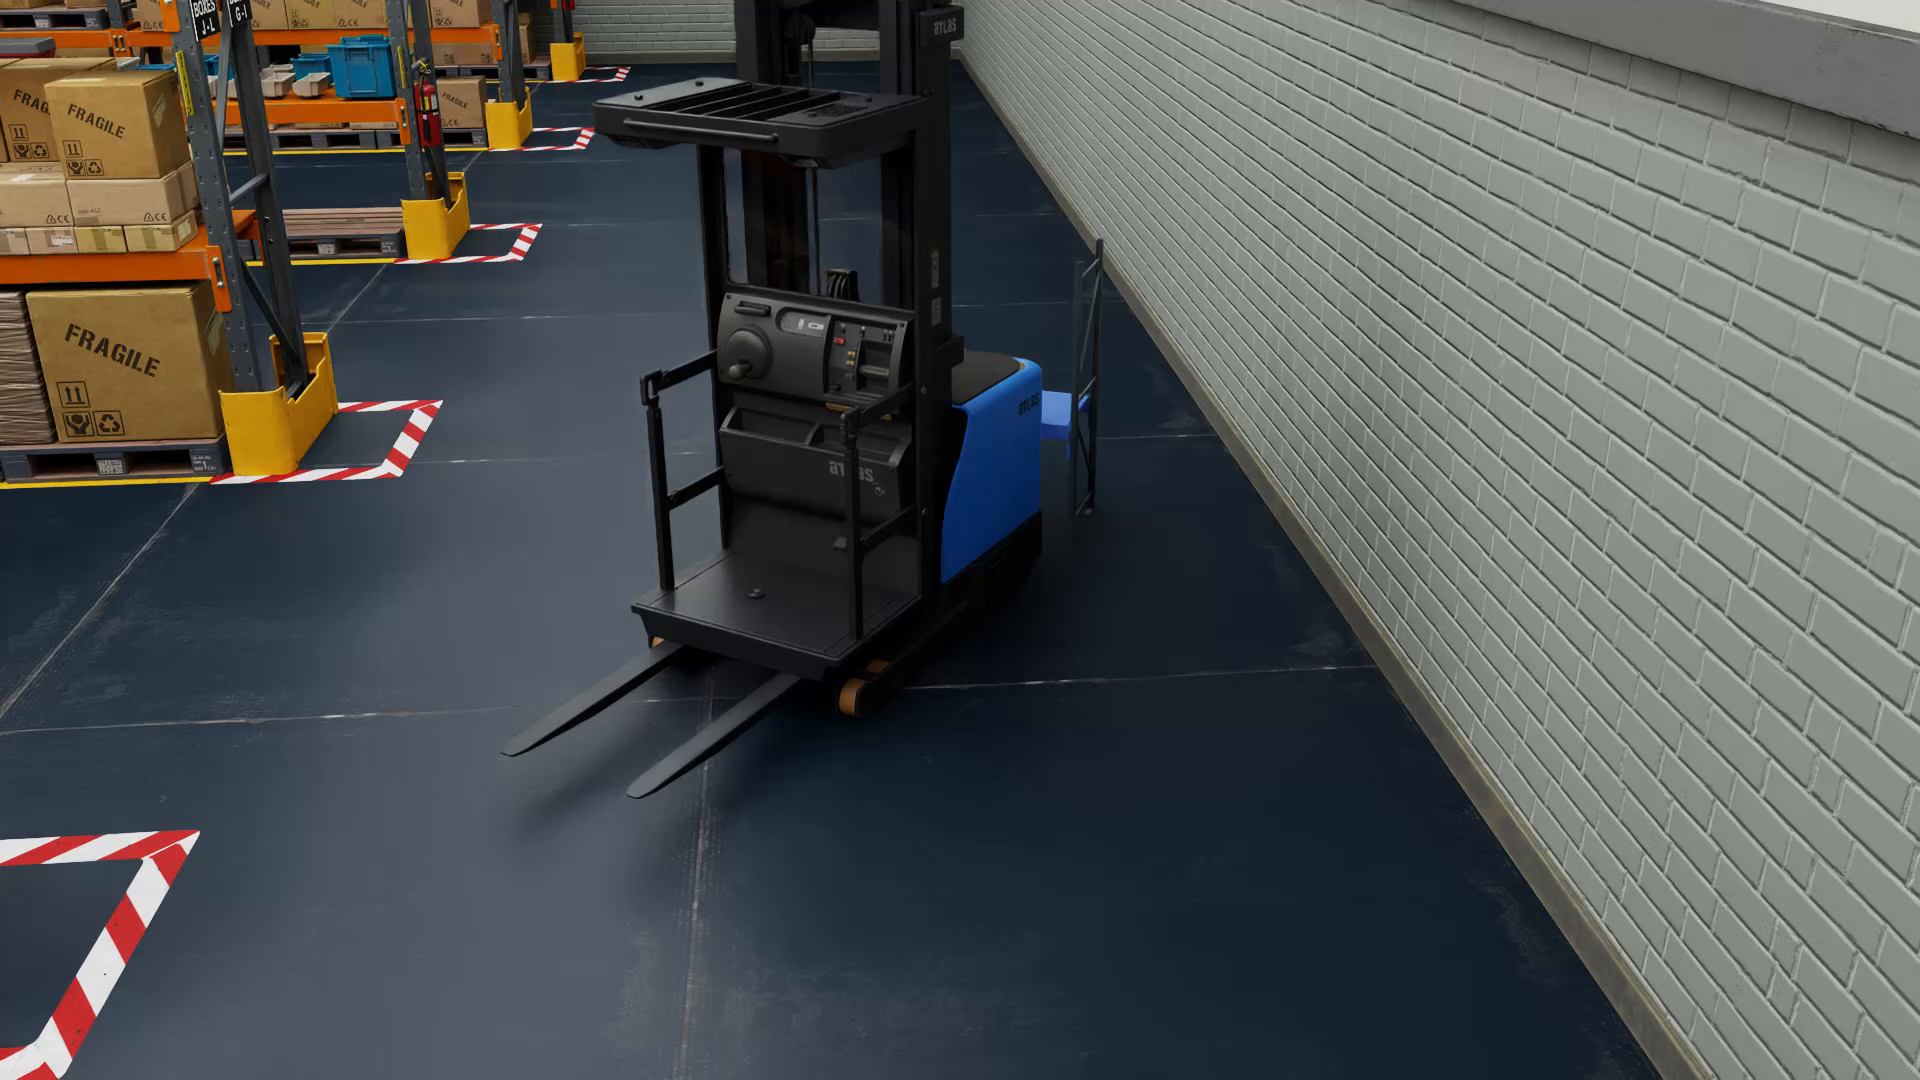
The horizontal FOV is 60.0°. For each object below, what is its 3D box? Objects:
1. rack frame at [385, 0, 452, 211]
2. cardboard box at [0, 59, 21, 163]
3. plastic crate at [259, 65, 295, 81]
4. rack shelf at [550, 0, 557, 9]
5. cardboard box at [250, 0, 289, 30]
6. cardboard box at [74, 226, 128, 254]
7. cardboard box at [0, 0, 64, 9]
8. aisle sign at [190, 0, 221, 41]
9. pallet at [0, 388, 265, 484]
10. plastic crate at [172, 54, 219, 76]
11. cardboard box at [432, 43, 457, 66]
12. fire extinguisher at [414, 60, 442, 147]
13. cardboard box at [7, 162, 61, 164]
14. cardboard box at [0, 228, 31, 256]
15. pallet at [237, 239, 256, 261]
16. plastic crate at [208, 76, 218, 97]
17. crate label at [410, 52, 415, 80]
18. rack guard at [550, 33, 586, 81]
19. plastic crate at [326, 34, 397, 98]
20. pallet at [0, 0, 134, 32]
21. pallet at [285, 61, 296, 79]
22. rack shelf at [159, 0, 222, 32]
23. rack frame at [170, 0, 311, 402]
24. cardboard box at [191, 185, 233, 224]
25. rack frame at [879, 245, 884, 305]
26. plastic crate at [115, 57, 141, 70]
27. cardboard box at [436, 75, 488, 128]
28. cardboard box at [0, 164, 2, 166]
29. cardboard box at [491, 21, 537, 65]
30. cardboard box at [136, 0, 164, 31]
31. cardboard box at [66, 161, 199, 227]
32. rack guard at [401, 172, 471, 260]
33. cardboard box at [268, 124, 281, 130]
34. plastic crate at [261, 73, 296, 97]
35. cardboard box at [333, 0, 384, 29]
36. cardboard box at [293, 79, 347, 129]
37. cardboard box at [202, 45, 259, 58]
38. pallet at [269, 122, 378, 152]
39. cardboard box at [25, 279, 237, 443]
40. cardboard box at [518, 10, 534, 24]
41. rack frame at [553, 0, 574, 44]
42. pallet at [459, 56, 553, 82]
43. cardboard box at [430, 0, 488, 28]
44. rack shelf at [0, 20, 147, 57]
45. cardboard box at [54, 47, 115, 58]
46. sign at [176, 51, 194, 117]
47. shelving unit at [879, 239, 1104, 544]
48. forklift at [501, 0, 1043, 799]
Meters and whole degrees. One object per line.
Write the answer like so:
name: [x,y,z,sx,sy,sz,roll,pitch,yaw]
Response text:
rack frame: [-4.592,-3.979,14.008,0.127,3.000,1.000,-2,24,-5]
cardboard box: [-5.622,-2.434,9.428,0.500,0.500,0.500,-3,24,-7]
plastic crate: [-5.873,-4.002,14.313,0.298,0.136,0.250,-2,24,-5]
rack shelf: [-7.556,-7.575,22.984,4.000,0.370,1.077,-2,24,-5]
cardboard box: [-7.515,-5.818,18.023,0.500,0.500,0.500,-2,24,-5]
cardboard box: [-4.686,-1.704,9.199,0.250,0.149,0.380,-2,24,-5]
cardboard box: [-10.227,-6.077,18.090,0.500,0.500,0.700,1,24,3]
aisle sign: [-4.004,-3.046,8.710,0.004,0.787,0.394,-2,24,-5]
pallet: [-4.893,-0.639,9.928,1.213,0.211,1.003,-2,24,-5]
plastic crate: [-6.479,-3.988,14.162,0.300,0.233,0.416,-2,24,-5]
cardboard box: [-7.251,-6.924,23.196,0.500,0.500,0.700,-3,24,-7]
fire extinguisher: [-4.397,-3.595,13.700,0.183,0.674,0.296,-2,24,-5]
cardboard box: [-5.126,-2.111,9.624,0.500,0.250,0.500,-3,24,-6]
cardboard box: [-5.185,-1.684,9.156,0.250,0.149,0.380,-2,24,-4]
pallet: [-6.628,-2.640,14.429,1.213,0.211,1.003,-2,24,-5]
plastic crate: [-6.243,-3.734,13.708,0.250,0.136,0.298,-2,24,-5]
crate label: [-4.870,-4.053,14.308,0.303,0.233,0.416,-2,24,-5]
rack guard: [-5.542,-6.842,23.528,0.348,0.500,1.175,-2,24,-5]
plastic crate: [-4.907,-3.933,13.789,0.499,0.435,0.616,-2,24,-5]
pallet: [-9.862,-5.746,18.221,1.213,0.211,1.003,-2,24,-5]
pallet: [-8.782,-6.548,23.222,1.213,0.211,1.003,-2,24,-5]
rack shelf: [-6.096,-2.939,8.862,4.000,0.370,1.077,-2,24,-5]
rack frame: [-4.105,-1.977,9.504,0.127,3.000,1.000,-2,24,-5]
cardboard box: [-4.491,-1.981,9.824,0.250,0.149,0.380,-2,24,-5]
rack frame: [-0.320,-0.888,8.901,0.032,1.500,0.500,7,25,16]
plastic crate: [-7.035,-3.779,13.631,0.530,0.282,0.437,-2,24,-5]
cardboard box: [-5.592,-4.919,18.659,0.500,0.500,0.500,-2,24,-5]
cardboard box: [-5.573,-1.877,9.099,0.500,0.250,0.500,-3,24,-7]
cardboard box: [-6.253,-6.964,23.286,0.500,0.500,0.700,-2,24,-5]
cardboard box: [-8.522,-5.777,17.932,0.500,0.500,0.500,-2,24,-4]
cardboard box: [-4.562,-1.918,9.190,0.500,0.250,0.500,-3,24,-6]
rack guard: [-4.570,-2.843,14.530,0.348,0.500,1.175,-2,24,-5]
cardboard box: [-7.757,-4.696,18.568,0.250,0.166,0.380,-2,24,-5]
plastic crate: [-5.676,-3.774,13.799,0.243,0.136,0.396,-2,24,-5]
cardboard box: [-6.507,-5.859,18.116,0.500,0.500,0.500,-2,24,-5]
cardboard box: [-7.187,-4.959,18.745,0.637,0.503,0.797,-2,24,-5]
cardboard box: [-10.181,-6.955,22.833,0.750,0.750,0.750,-2,24,-5]
pallet: [-7.156,-4.624,18.894,1.213,0.211,1.003,-2,24,-5]
cardboard box: [-4.734,-1.140,9.720,0.875,0.875,0.875,-2,24,-5]
cardboard box: [-6.148,-7.347,23.348,0.250,0.149,0.380,-2,24,-5]
rack frame: [-5.566,-7.983,23.018,0.127,3.000,1.000,-2,24,-5]
pallet: [-6.354,-6.645,23.441,1.213,0.211,1.003,-2,24,-5]
cardboard box: [-5.494,-5.899,18.205,0.500,0.500,0.500,-2,24,-4]
rack shelf: [-11.046,-5.413,18.121,4.000,0.370,1.077,-2,24,-5]
cardboard box: [-11.910,-6.882,22.670,0.750,0.750,0.750,-2,24,-5]
sign: [-4.066,-2.394,8.726,0.005,0.325,0.100,-2,24,-5]
shelving unit: [0.165,-0.826,8.762,1.048,1.500,0.538,7,25,16]
forklift: [-0.738,-0.796,6.931,1.130,2.935,3.031,13,27,26]
